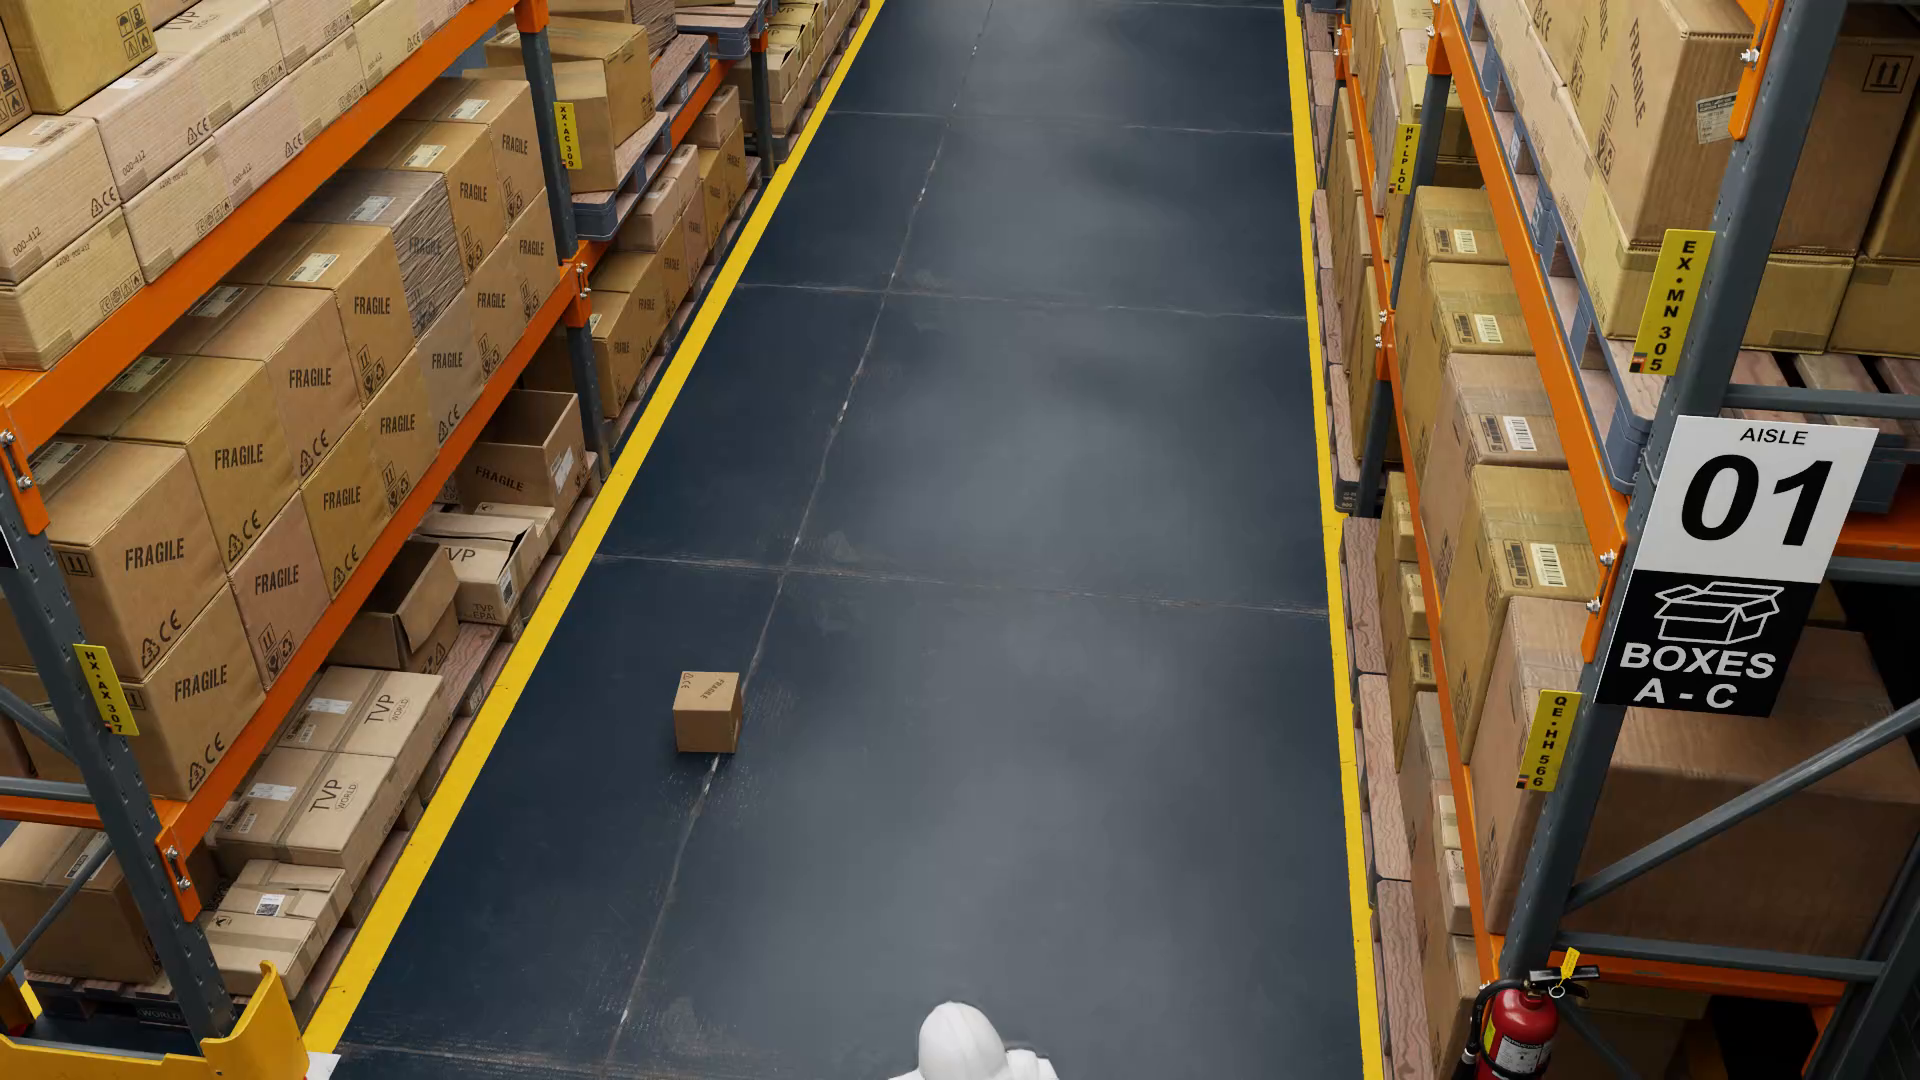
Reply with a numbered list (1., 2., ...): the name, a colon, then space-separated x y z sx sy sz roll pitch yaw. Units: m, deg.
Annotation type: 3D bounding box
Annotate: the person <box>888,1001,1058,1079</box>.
1. person: 0.013 1.831 4.447 0.585 1.758 0.510 -8 37 -11
